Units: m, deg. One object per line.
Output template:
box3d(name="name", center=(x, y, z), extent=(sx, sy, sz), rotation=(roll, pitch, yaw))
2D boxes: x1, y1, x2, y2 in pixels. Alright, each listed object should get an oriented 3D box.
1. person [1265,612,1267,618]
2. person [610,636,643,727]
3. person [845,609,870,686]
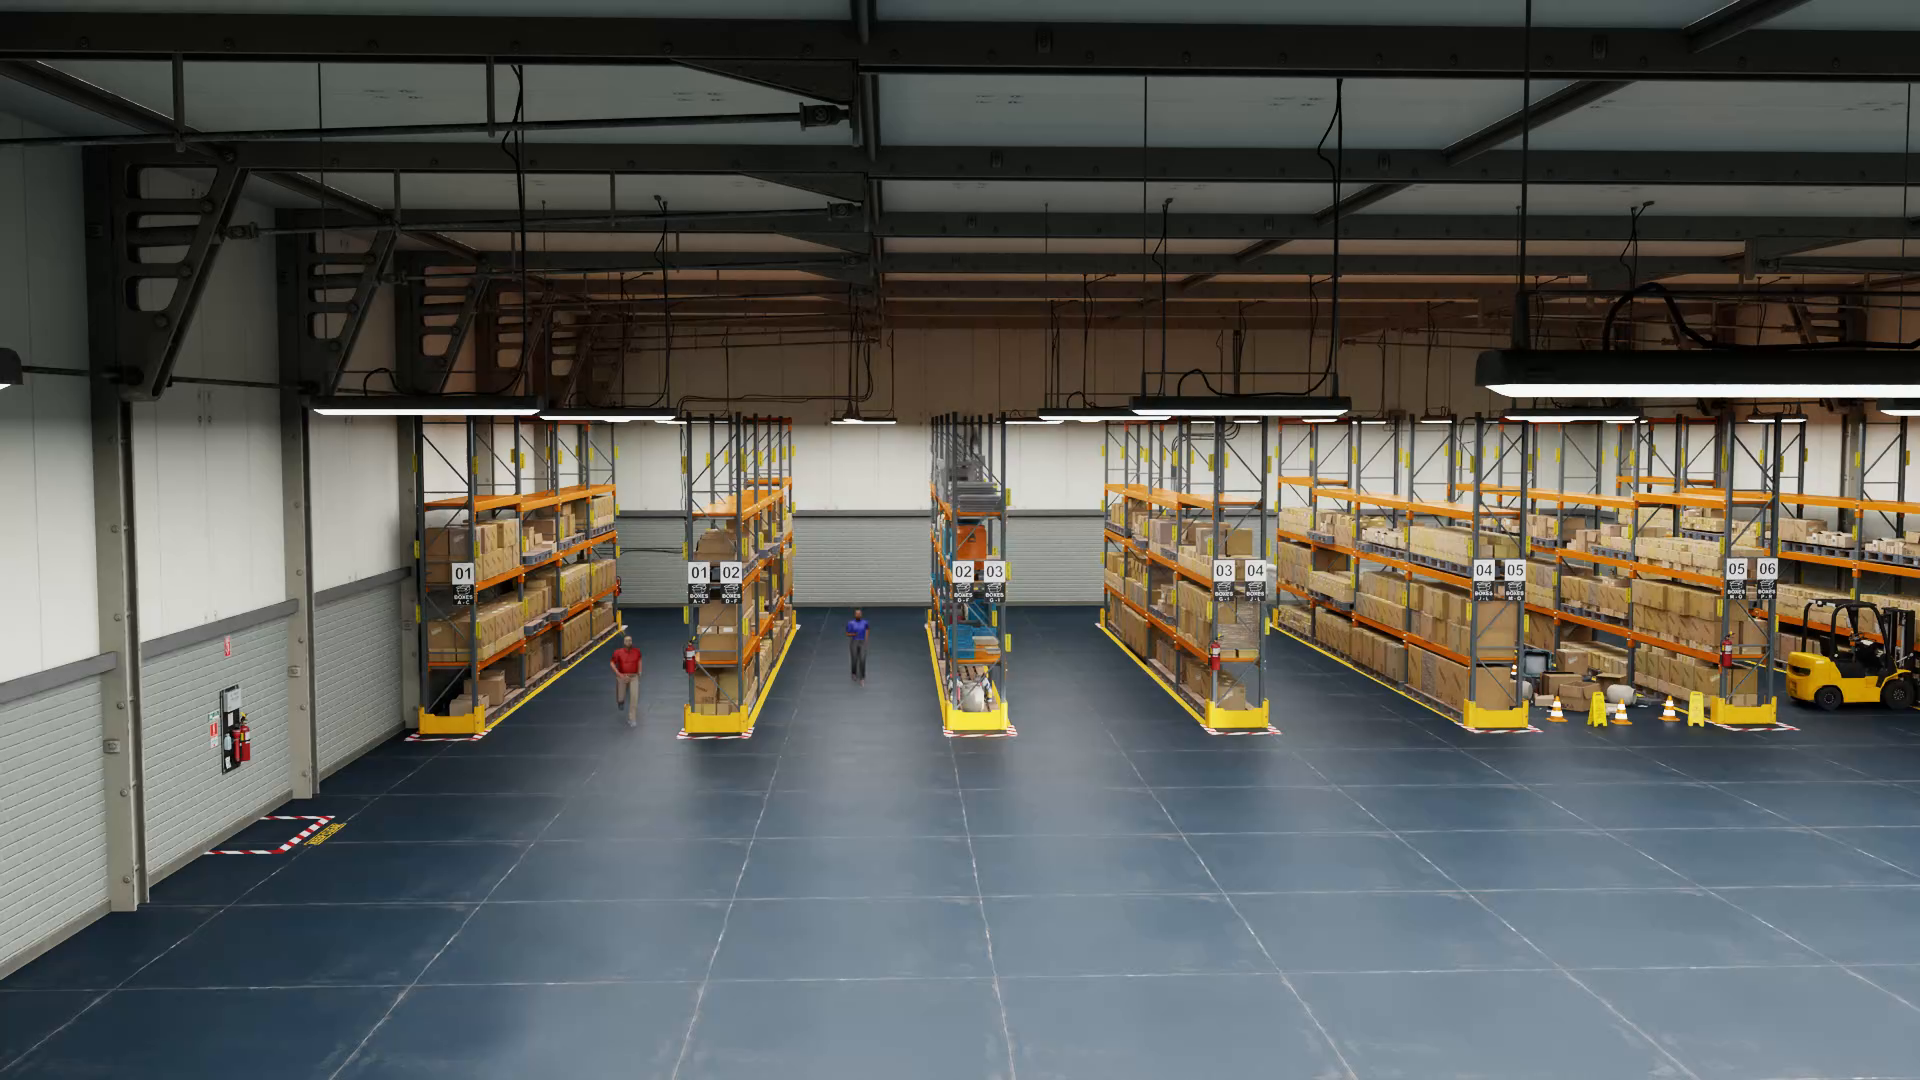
box3d(name="person", center=(8.696, 1.525, 49.038), extent=(0.795, 1.721, 0.776), rotation=(0, 4, 1))
box3d(name="person", center=(-6.442, 2.712, 32.194), extent=(0.643, 1.723, 1.026), rotation=(-1, 4, -18))
box3d(name="person", center=(-2.255, 2.404, 36.842), extent=(0.575, 1.560, 0.890), rotation=(-1, 4, -11))
